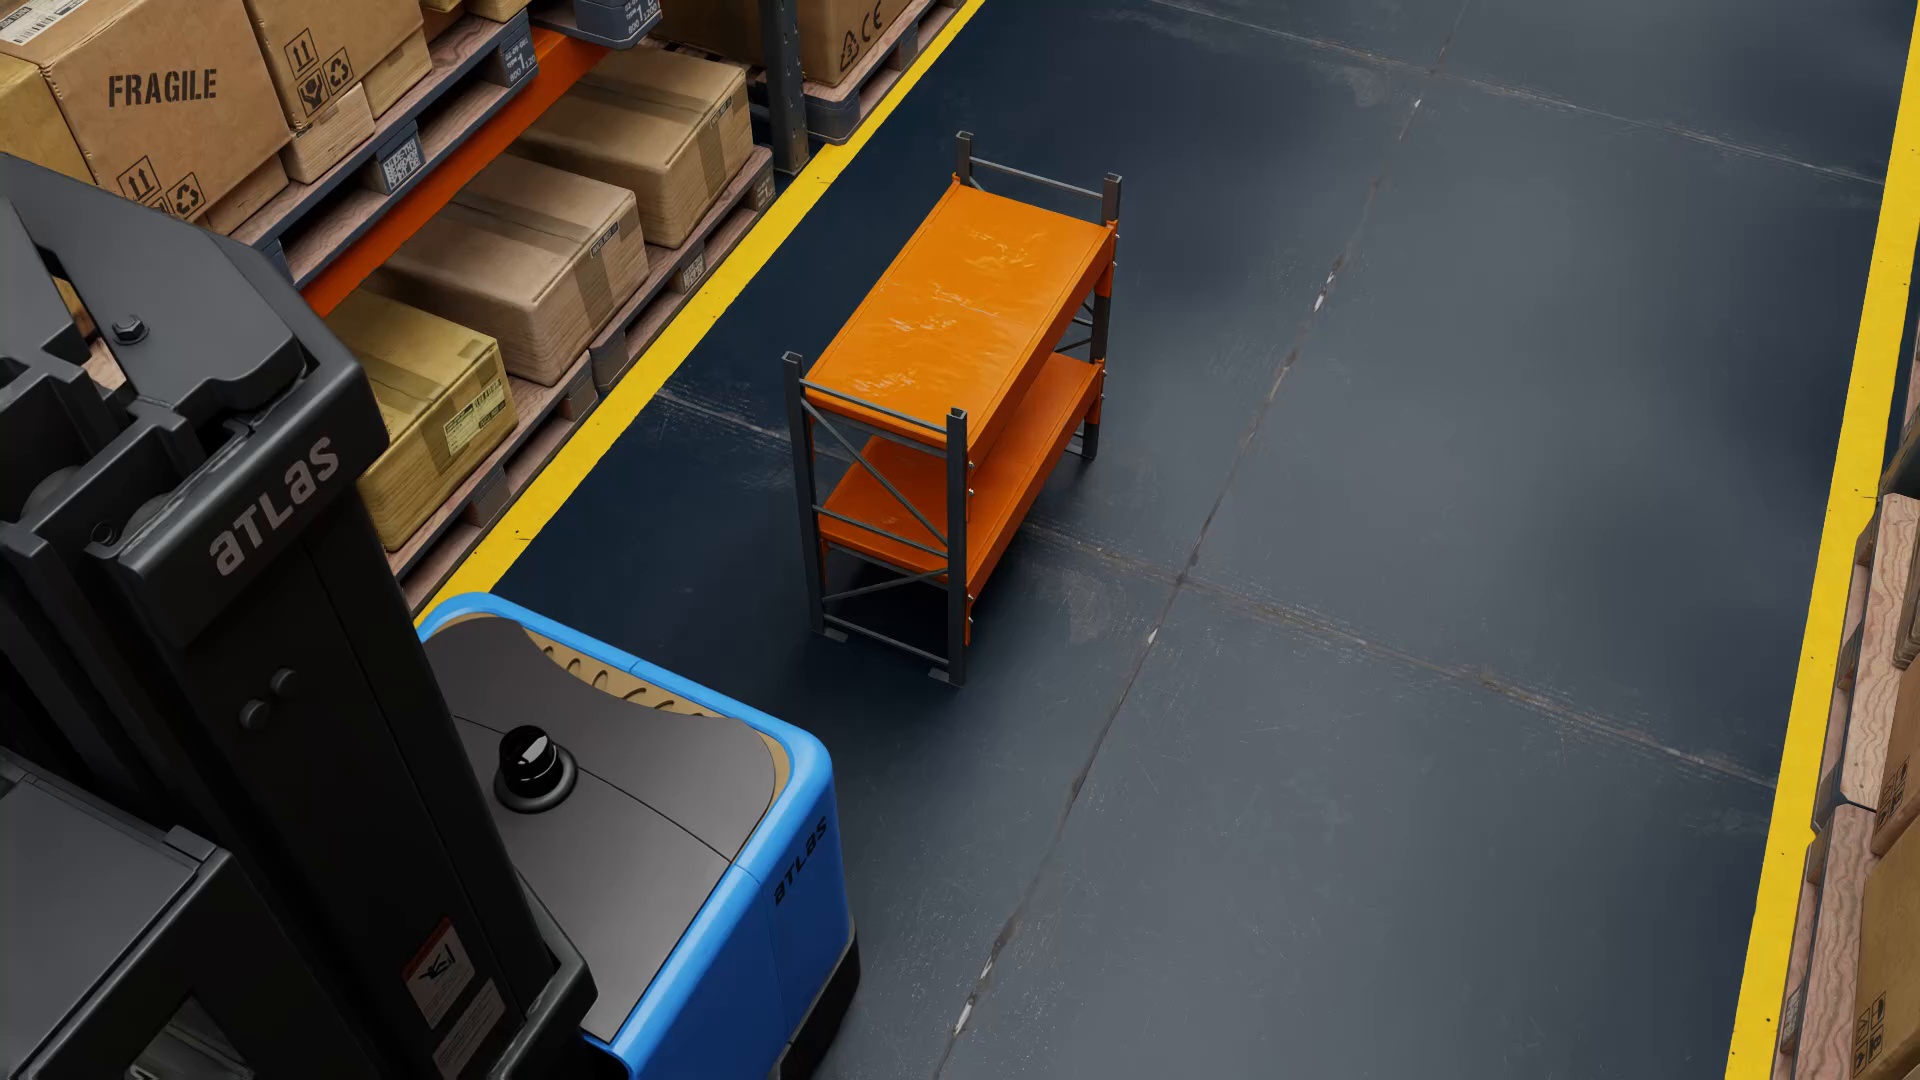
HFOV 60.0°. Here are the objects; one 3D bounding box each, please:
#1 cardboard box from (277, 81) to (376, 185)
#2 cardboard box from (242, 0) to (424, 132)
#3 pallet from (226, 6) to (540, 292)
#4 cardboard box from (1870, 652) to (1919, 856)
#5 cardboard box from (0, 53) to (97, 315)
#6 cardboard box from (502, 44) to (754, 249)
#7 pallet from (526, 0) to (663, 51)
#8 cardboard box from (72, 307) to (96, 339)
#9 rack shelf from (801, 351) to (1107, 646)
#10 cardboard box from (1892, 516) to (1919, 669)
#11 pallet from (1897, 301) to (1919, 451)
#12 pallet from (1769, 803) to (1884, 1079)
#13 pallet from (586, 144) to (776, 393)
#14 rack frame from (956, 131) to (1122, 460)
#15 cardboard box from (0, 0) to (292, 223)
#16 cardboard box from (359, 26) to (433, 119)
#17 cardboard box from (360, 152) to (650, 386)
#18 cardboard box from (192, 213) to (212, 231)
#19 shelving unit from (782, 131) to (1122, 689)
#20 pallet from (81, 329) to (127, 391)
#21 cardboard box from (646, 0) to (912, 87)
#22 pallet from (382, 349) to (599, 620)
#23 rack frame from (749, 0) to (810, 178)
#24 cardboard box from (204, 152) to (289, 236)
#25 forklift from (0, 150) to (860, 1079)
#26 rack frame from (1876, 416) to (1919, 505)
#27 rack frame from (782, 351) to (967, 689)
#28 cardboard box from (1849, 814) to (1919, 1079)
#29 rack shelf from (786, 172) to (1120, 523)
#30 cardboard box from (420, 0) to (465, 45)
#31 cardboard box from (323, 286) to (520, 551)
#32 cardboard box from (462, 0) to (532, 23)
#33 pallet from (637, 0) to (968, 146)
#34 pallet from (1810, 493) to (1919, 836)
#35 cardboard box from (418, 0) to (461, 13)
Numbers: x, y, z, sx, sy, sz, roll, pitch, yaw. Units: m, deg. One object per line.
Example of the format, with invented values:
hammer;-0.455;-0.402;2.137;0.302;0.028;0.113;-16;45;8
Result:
cardboard box;-1.670;-1.046;4.060;0.380;0.149;0.250;22;53;17
cardboard box;-1.668;-1.358;3.899;0.500;0.500;0.500;18;52;15
pallet;-1.874;-1.141;4.377;1.003;0.211;1.213;20;52;16
cardboard box;2.874;0.544;4.101;0.875;0.625;0.625;21;53;17
cardboard box;-2.101;-0.665;3.309;0.500;0.500;0.500;20;52;16
cardboard box;-1.315;-1.478;5.988;0.950;0.372;0.625;17;52;14
pallet;-1.273;-1.992;5.101;1.213;0.211;1.003;20;52;16
cardboard box;-2.086;-0.547;3.635;0.380;0.149;0.250;23;53;18
rack shelf;0.003;-0.211;5.012;0.538;0.278;1.000;20;52;16
cardboard box;3.146;0.092;4.486;0.875;0.625;0.625;21;53;17
pallet;3.778;-0.565;5.592;1.003;0.211;1.213;20;52;16
pallet;2.515;1.328;3.981;1.003;0.211;1.213;20;52;16
pallet;-1.400;-1.138;6.080;1.003;0.211;1.213;20;52;16
rack frame;0.220;-0.719;5.123;0.500;1.125;0.032;20;52;16
cardboard box;-1.877;-1.000;3.595;0.500;0.500;0.500;20;52;16
cardboard box;-1.583;-1.239;4.224;0.380;0.149;0.250;18;52;15
cardboard box;-1.623;-0.967;5.553;0.950;0.372;0.625;19;52;15
cardboard box;-1.938;-0.710;3.774;0.380;0.149;0.250;21;53;17
shelving unit;0.003;-0.369;4.826;0.538;1.125;1.048;20;52;16
pallet;-2.316;-0.242;3.612;1.003;0.211;1.213;20;52;16
cardboard box;-0.695;-2.476;6.506;0.875;0.875;0.875;19;52;16
pallet;-1.923;-0.301;5.368;1.003;0.211;1.213;20;52;16
rack frame;-1.065;-2.579;5.475;1.000;3.000;0.127;20;52;16
cardboard box;-1.831;-0.880;3.918;0.380;0.149;0.250;20;53;16
forklift;-1.369;1.009;2.467;1.130;2.935;3.031;21;53;17
rack frame;3.424;-0.967;4.103;1.000;3.000;0.127;20;52;16
rack frame;-0.214;-0.019;4.528;0.500;1.125;0.032;20;52;16
cardboard box;2.586;1.008;3.706;0.875;0.625;0.625;18;52;15
rack shelf;0.003;-0.559;4.603;0.538;0.278;1.000;20;52;16
cardboard box;-1.550;-1.439;4.394;0.380;0.149;0.250;20;53;16
cardboard box;-1.953;-0.447;5.110;0.950;0.372;0.625;21;53;17
cardboard box;-1.328;-1.571;4.506;0.380;0.149;0.250;21;53;17
pallet;-0.660;-2.194;6.978;1.003;0.211;1.213;20;52;16
pallet;3.037;0.491;4.694;1.003;0.211;1.213;20;52;16
cardboard box;-1.433;-1.733;4.219;0.500;0.500;0.500;17;52;14
